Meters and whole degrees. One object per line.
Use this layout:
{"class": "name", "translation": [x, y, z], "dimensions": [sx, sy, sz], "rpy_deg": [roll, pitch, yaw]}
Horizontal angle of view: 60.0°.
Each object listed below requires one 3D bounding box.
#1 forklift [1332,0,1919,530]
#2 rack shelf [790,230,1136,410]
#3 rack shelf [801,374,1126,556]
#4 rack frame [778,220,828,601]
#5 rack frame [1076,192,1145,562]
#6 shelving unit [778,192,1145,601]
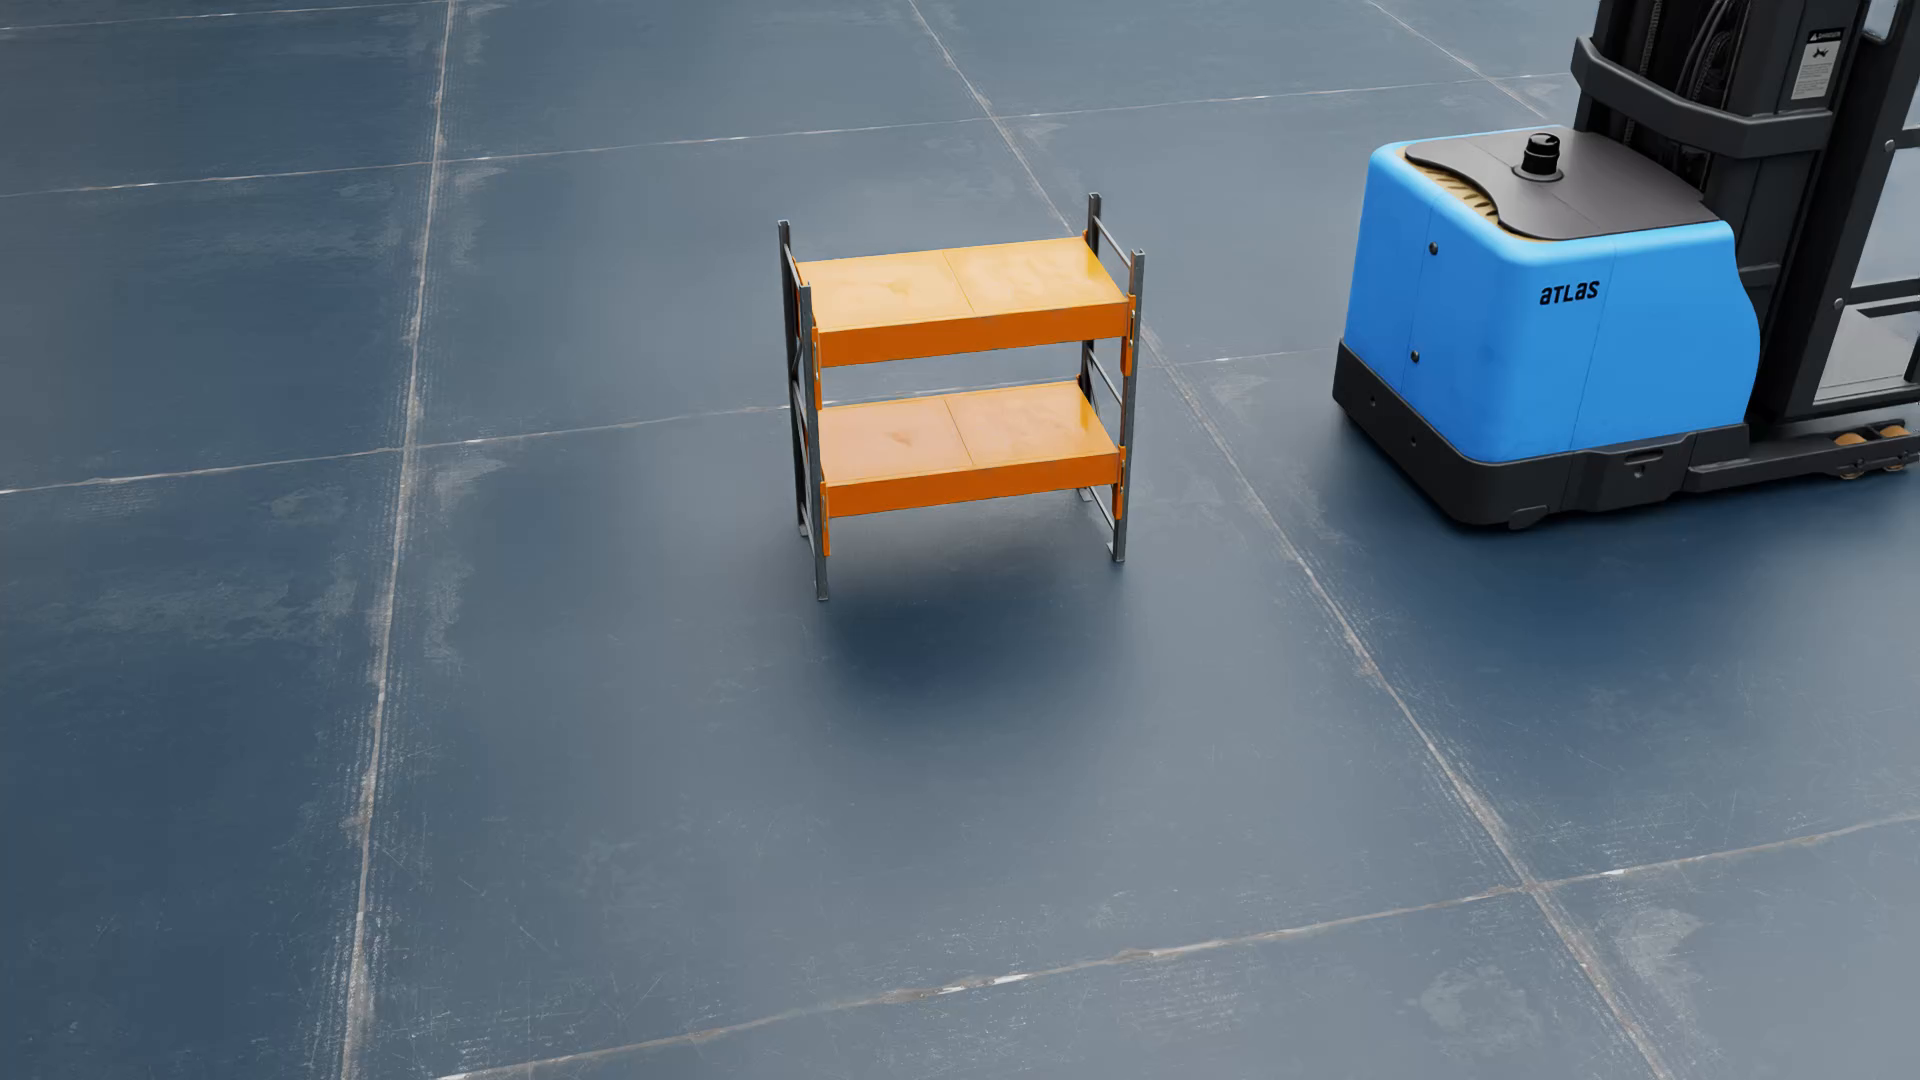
{"class": "forklift", "translation": [3.020, -1.711, 5.670], "dimensions": [3.031, 2.935, 1.130], "rpy_deg": [-9, 35, -14]}
{"class": "rack shelf", "translation": [-0.007, -0.709, 5.272], "dimensions": [1.000, 0.278, 0.538], "rpy_deg": [-7, 35, -11]}
{"class": "rack shelf", "translation": [-0.007, -0.263, 5.572], "dimensions": [1.000, 0.278, 0.538], "rpy_deg": [-7, 35, -11]}
{"class": "rack frame", "translation": [-0.502, -0.404, 5.342], "dimensions": [0.032, 1.125, 0.500], "rpy_deg": [-7, 35, -11]}
{"class": "rack frame", "translation": [0.489, -0.529, 5.528], "dimensions": [0.032, 1.125, 0.500], "rpy_deg": [-7, 35, -11]}
{"class": "shelving unit", "translation": [-0.007, -0.466, 5.435], "dimensions": [1.048, 1.125, 0.538], "rpy_deg": [-7, 35, -11]}
